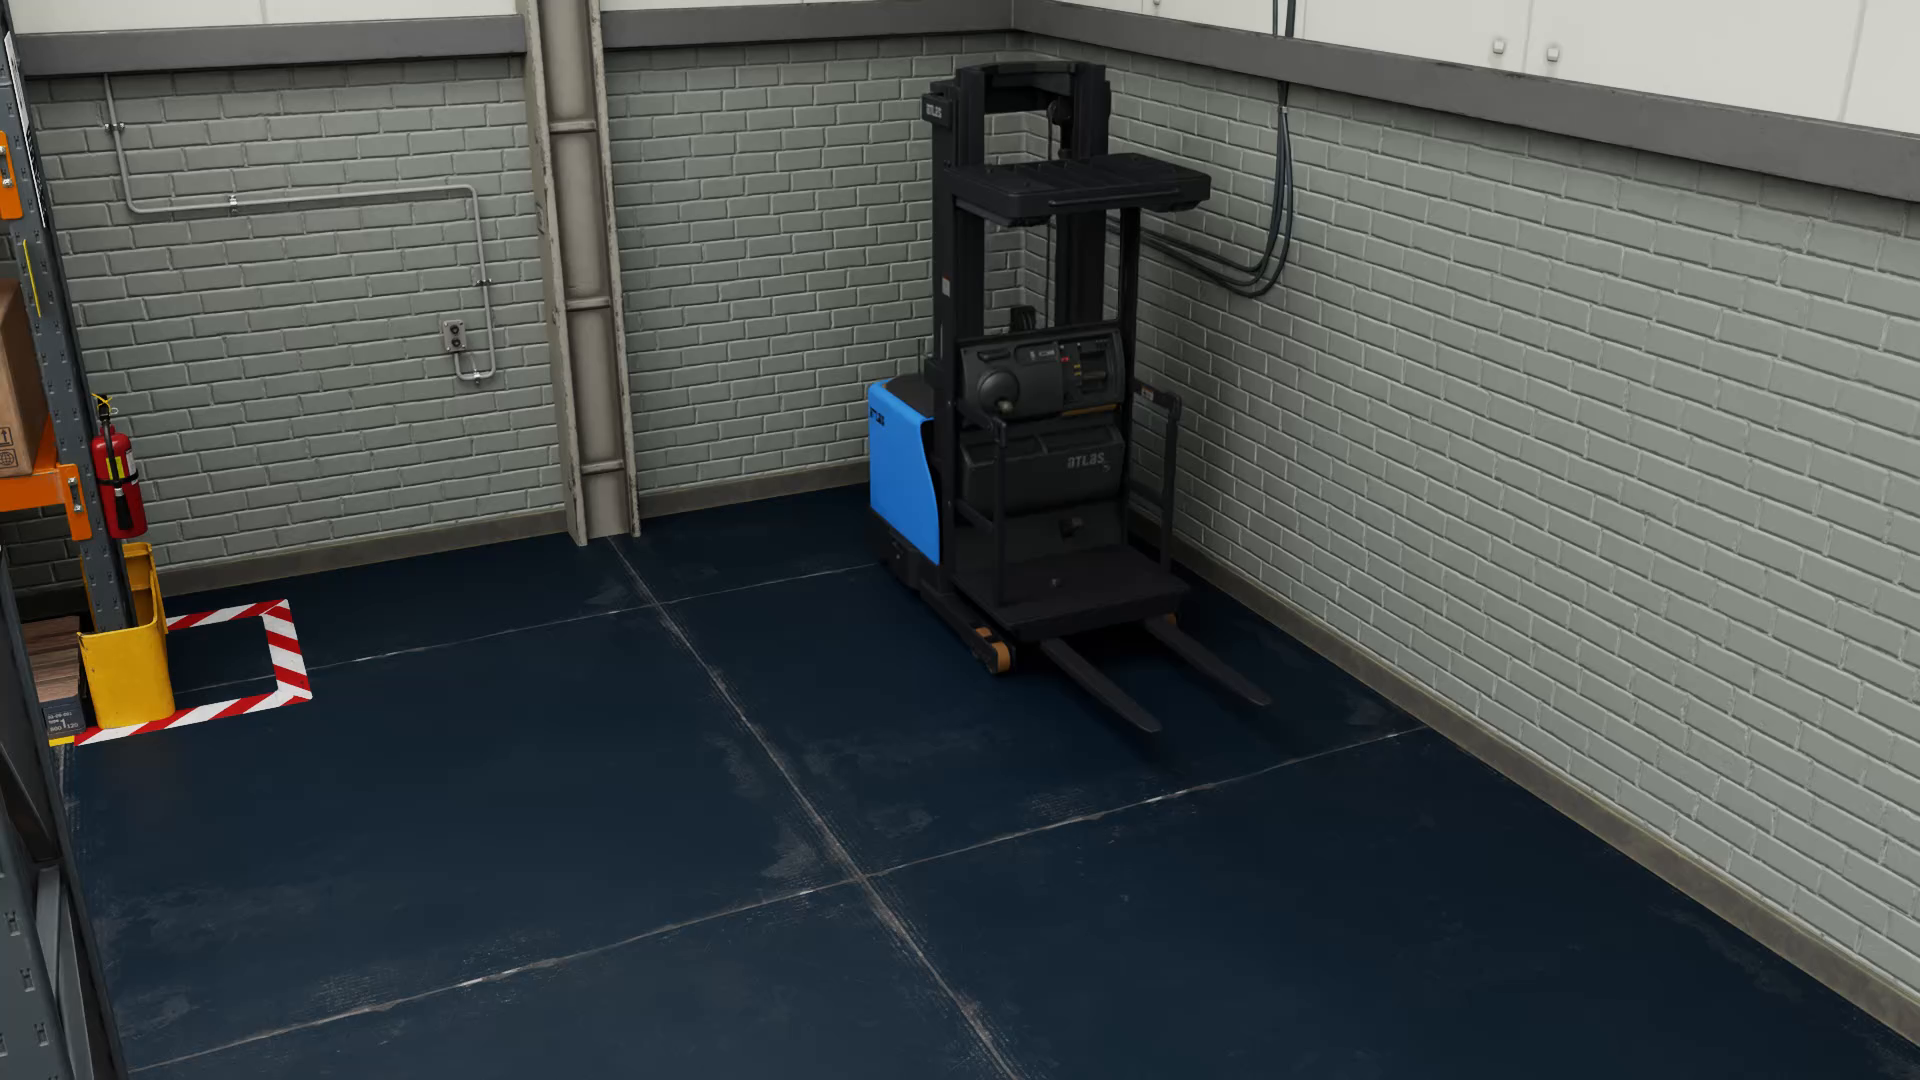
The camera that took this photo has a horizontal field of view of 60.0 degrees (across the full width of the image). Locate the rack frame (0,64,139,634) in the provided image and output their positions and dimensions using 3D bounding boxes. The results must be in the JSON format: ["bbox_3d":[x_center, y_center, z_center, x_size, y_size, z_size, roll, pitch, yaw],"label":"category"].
[{"bbox_3d":[-4.275,-0.687,7.989,0.127,3.000,1.000,-10,25,-24],"label":"rack frame"}]

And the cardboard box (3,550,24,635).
[{"bbox_3d":[-4.863,0.424,8.023,0.500,0.500,0.700,-10,25,-24],"label":"cardboard box"}]

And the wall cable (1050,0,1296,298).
[{"bbox_3d":[0.976,-2.840,9.404,0.112,2.526,3.097,-10,25,-24],"label":"wall cable"}]

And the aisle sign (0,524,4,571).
[{"bbox_3d":[-2.190,-0.294,3.640,0.004,0.787,0.394,-10,25,-24],"label":"aisle sign"}]

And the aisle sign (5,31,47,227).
[{"bbox_3d":[-4.080,-1.797,7.270,0.004,0.787,0.394,-10,25,-24],"label":"aisle sign"}]

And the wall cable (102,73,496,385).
[{"bbox_3d":[-3.532,-1.695,9.095,1.851,1.984,0.084,-10,25,-24],"label":"wall cable"}]

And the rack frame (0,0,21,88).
[{"bbox_3d":[-4.275,-3.459,6.841,0.127,3.000,1.000,-10,25,-24],"label":"rack frame"}]

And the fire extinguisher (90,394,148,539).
[{"bbox_3d":[-3.939,-0.345,7.751,0.183,0.674,0.296,-10,25,-24],"label":"fire extinguisher"}]

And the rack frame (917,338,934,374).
[{"bbox_3d":[-0.203,-0.626,10.190,0.006,1.200,0.240,-10,24,-23],"label":"rack frame"}]

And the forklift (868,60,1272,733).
[{"bbox_3d":[0.530,-0.852,8.477,1.130,2.935,3.031,-10,25,-23],"label":"forklift"}]

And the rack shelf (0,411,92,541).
[{"bbox_3d":[-6.078,-0.023,7.325,4.000,0.370,1.077,-10,25,-24],"label":"rack shelf"}]

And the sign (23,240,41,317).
[{"bbox_3d":[-4.053,-1.142,7.264,0.005,0.325,0.100,-10,25,-24],"label":"sign"}]

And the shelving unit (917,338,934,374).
[{"bbox_3d":[-0.120,-0.640,10.225,0.189,1.200,0.258,-10,24,-23],"label":"shelving unit"}]

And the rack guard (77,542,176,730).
[{"bbox_3d":[-4.254,0.464,8.476,0.348,0.500,1.175,-10,25,-24],"label":"rack guard"}]

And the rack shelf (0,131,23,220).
[{"bbox_3d":[-6.078,-1.409,6.751,4.000,0.370,1.077,-10,25,-24],"label":"rack shelf"}]

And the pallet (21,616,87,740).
[{"bbox_3d":[-4.962,0.761,8.136,1.213,0.211,1.003,-10,25,-24],"label":"pallet"}]

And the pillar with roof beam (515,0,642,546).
[{"bbox_3d":[-0.351,-2.722,5.059,0.400,9.000,9.100,-10,25,-24],"label":"pillar with roof beam"}]

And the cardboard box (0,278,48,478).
[{"bbox_3d":[-4.731,-0.738,7.718,0.700,0.700,0.980,-9,24,-21],"label":"cardboard box"}]
